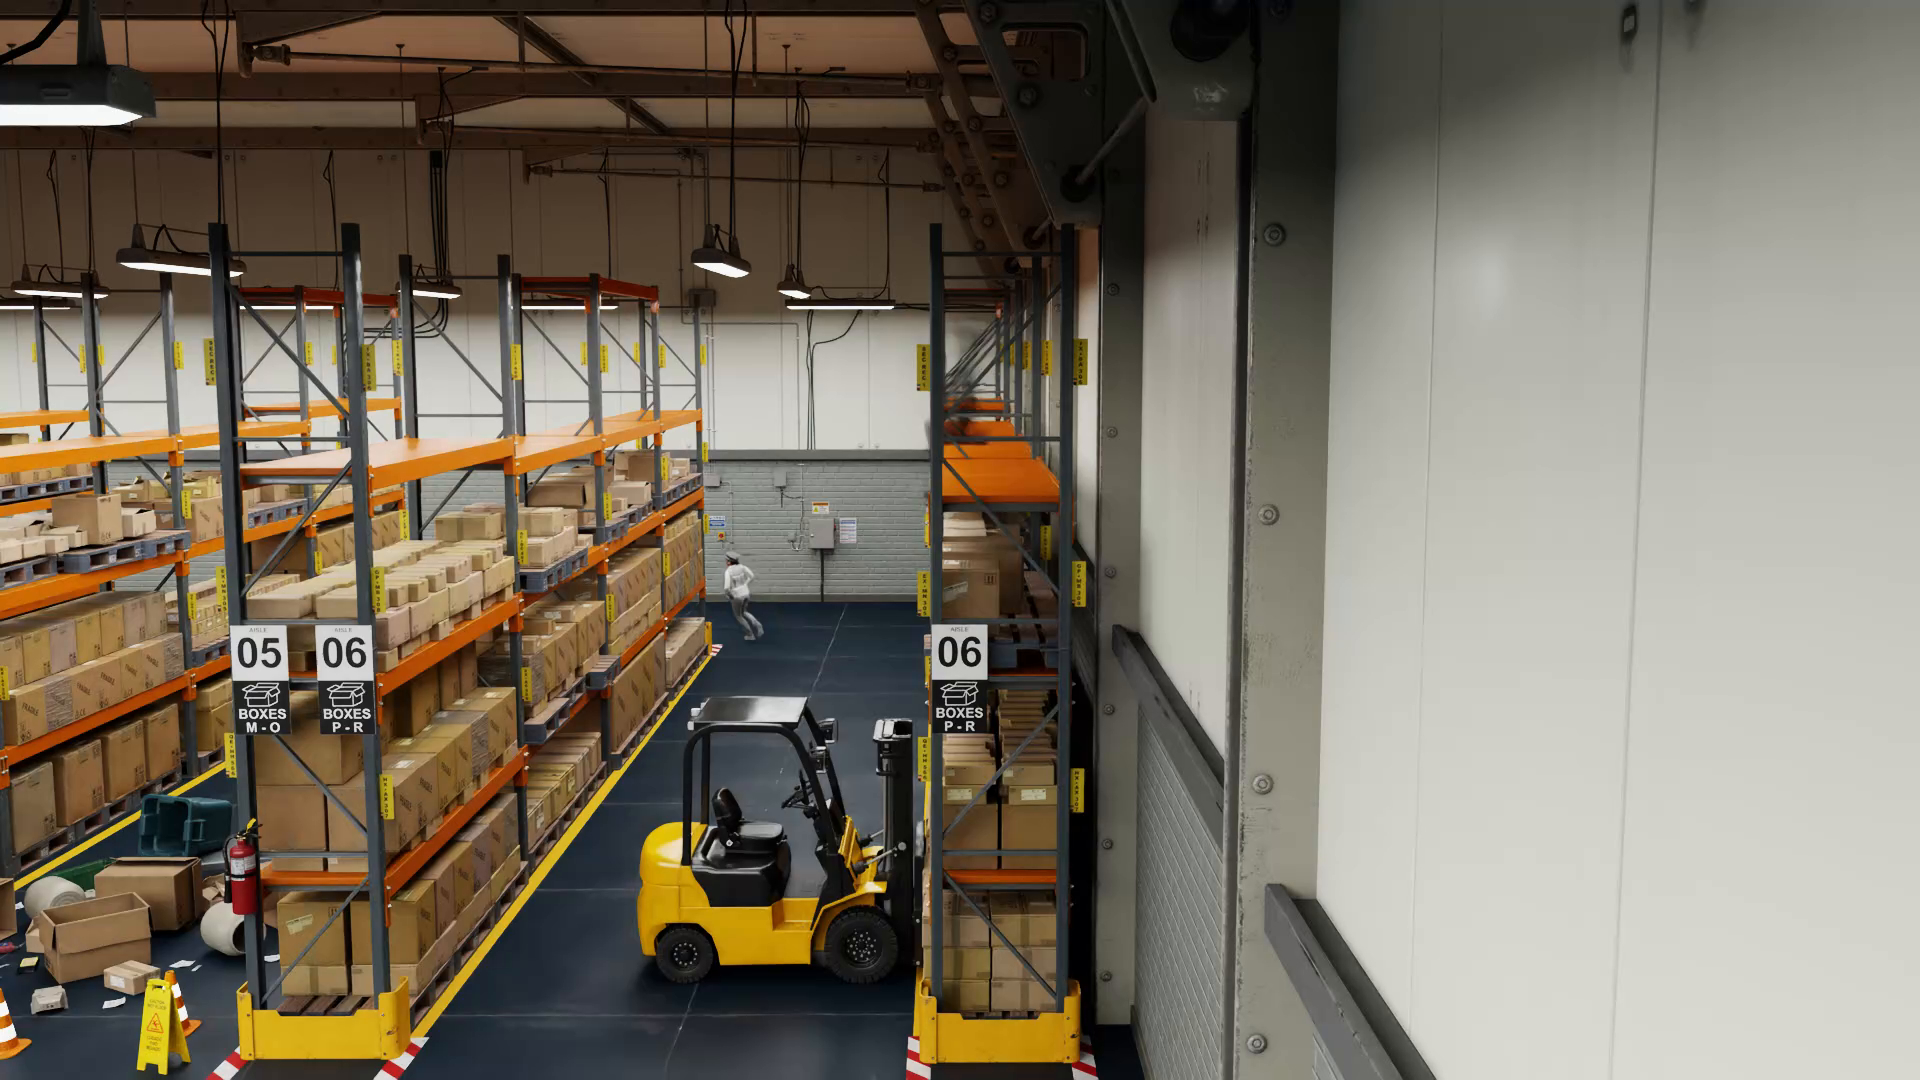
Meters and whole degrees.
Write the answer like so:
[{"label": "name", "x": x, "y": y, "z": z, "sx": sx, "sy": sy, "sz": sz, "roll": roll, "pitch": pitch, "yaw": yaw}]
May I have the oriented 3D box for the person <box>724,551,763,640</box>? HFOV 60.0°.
[{"label": "person", "x": -3.846, "y": 0.988, "z": 29.050, "sx": 0.563, "sy": 1.615, "sz": 0.679, "roll": 5, "pitch": 9, "yaw": 39}]
